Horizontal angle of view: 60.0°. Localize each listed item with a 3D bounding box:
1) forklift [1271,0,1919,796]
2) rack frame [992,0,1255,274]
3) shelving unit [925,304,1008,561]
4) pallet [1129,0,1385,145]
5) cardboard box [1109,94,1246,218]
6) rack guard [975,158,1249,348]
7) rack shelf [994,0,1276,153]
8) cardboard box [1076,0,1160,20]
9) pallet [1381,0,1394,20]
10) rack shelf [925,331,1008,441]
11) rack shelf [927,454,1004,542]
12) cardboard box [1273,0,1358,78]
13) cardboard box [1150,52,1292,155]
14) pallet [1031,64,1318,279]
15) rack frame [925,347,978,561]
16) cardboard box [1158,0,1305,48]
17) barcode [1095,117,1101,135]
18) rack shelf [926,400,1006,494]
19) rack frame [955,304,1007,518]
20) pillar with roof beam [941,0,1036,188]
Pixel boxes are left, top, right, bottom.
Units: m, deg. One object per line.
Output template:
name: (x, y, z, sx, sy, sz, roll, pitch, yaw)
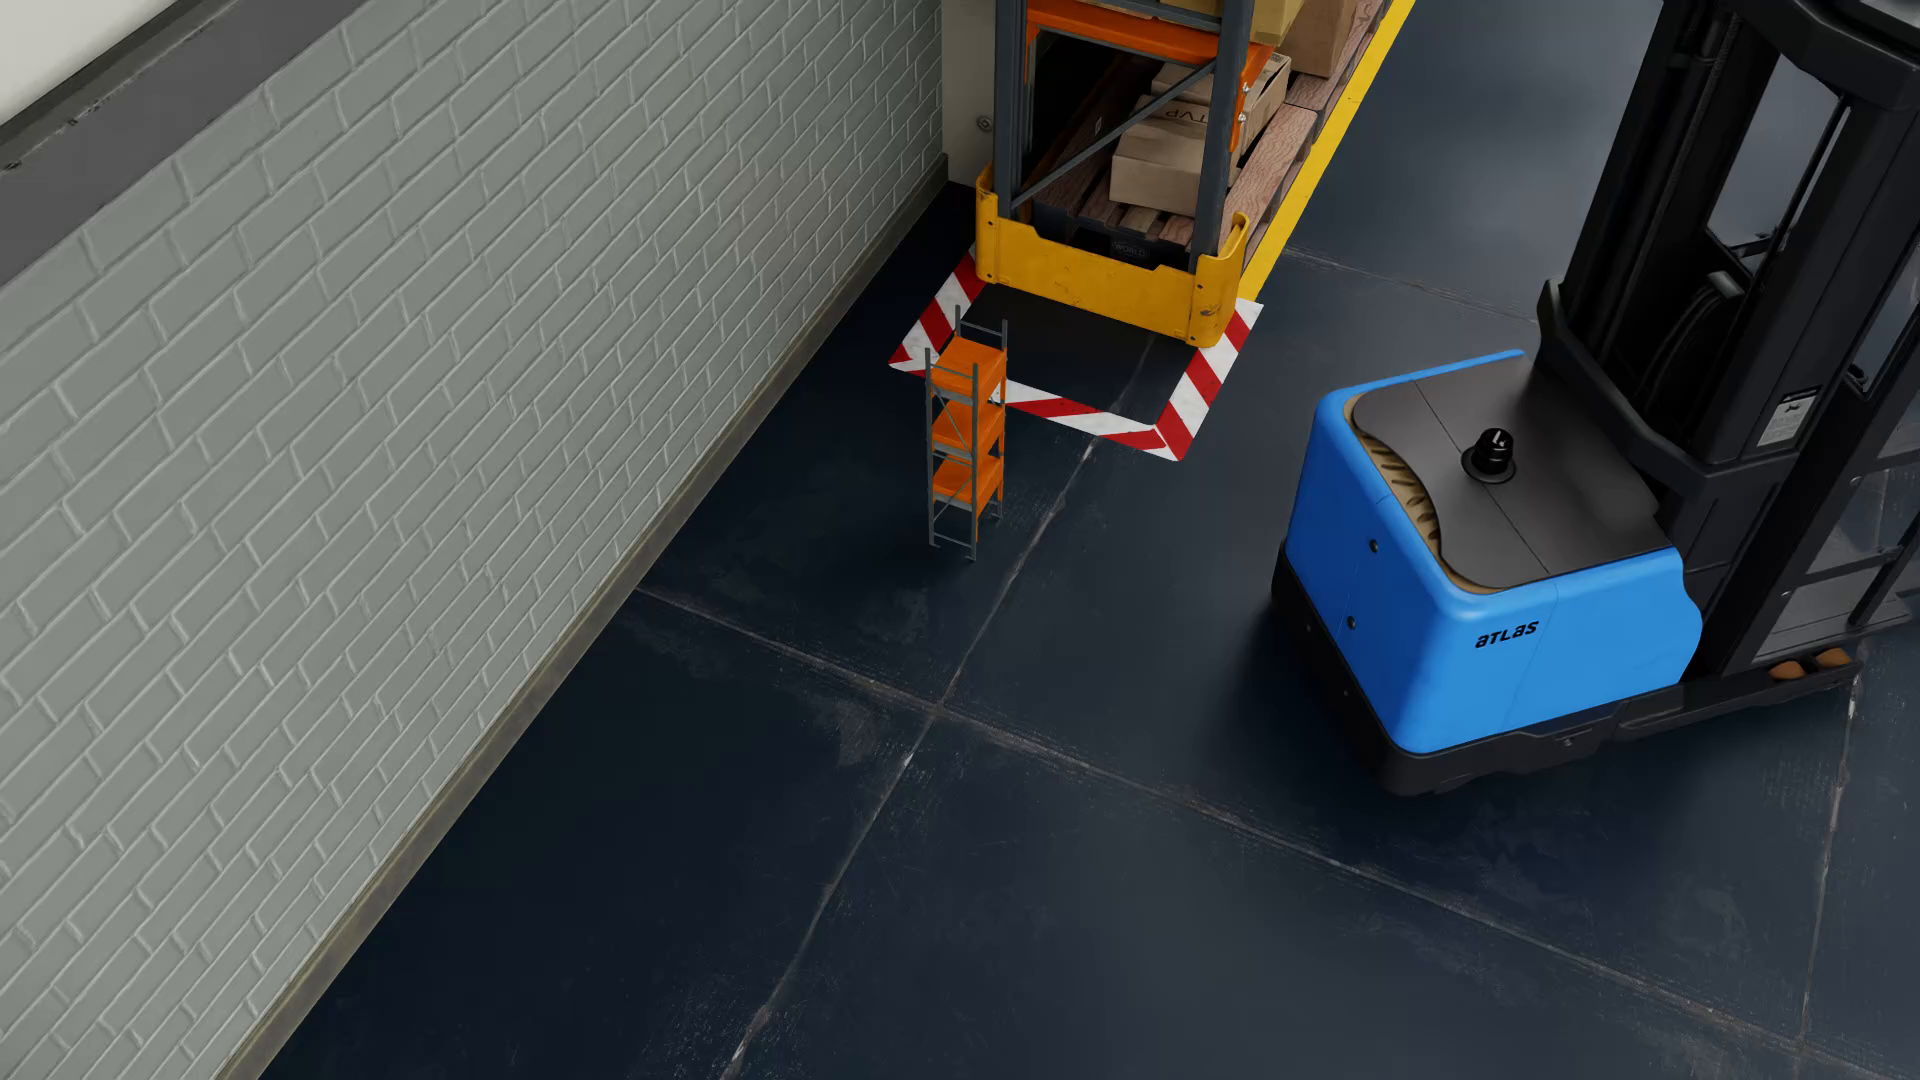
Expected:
forklift: (2.755, -0.728, 5.260, 3.031, 2.935, 1.130, -13, 51, -11)
rack frame: (0.617, -2.051, 6.341, 1.000, 3.000, 0.127, 20, 52, 16)
shelving unit: (0.023, -0.377, 6.197, 0.215, 1.050, 0.252, 20, 52, 16)
pallet: (1.551, -2.585, 8.626, 1.003, 0.211, 1.213, 20, 52, 16)
cardboard box: (0.994, -1.770, 7.578, 0.500, 0.311, 0.500, 14, 51, 12)
rack guard: (0.649, -1.293, 7.337, 1.175, 0.500, 0.348, 20, 52, 16)
rack shelf: (1.471, -3.195, 7.787, 1.077, 0.370, 4.000, 20, 52, 16)
cardboard box: (0.641, -2.394, 6.718, 0.500, 0.250, 0.500, 20, 53, 17)
pallet: (2.070, -3.428, 9.343, 1.003, 0.211, 1.213, 20, 52, 16)
rack shelf: (0.023, -0.554, 5.989, 0.215, 0.259, 0.240, 20, 52, 16)
rack shelf: (0.023, -0.190, 6.416, 0.215, 0.259, 0.240, 20, 52, 16)
cardboard box: (1.596, -2.712, 8.256, 0.700, 0.500, 0.500, 17, 52, 14)
cardboard box: (1.237, -2.162, 7.912, 0.500, 0.311, 0.500, 24, 54, 19)
pallet: (1.028, -1.748, 7.914, 1.003, 0.211, 1.213, 20, 52, 16)
rack frame: (-0.029, -0.293, 6.125, 0.200, 1.050, 0.008, 20, 52, 16)
cardboard box: (1.112, -2.242, 6.588, 0.500, 0.250, 0.500, 18, 52, 15)
barcode: (0.640, -1.915, 7.696, 0.001, 0.075, 0.075, 20, 52, 16)
rack shelf: (0.023, -0.370, 6.205, 0.215, 0.259, 0.240, 20, 52, 16)
rack frame: (0.075, -0.461, 6.268, 0.200, 1.050, 0.008, 20, 52, 16)
pillar with roof beam: (4.026, -3.358, 3.514, 9.100, 9.000, 0.400, 20, 52, 16)
